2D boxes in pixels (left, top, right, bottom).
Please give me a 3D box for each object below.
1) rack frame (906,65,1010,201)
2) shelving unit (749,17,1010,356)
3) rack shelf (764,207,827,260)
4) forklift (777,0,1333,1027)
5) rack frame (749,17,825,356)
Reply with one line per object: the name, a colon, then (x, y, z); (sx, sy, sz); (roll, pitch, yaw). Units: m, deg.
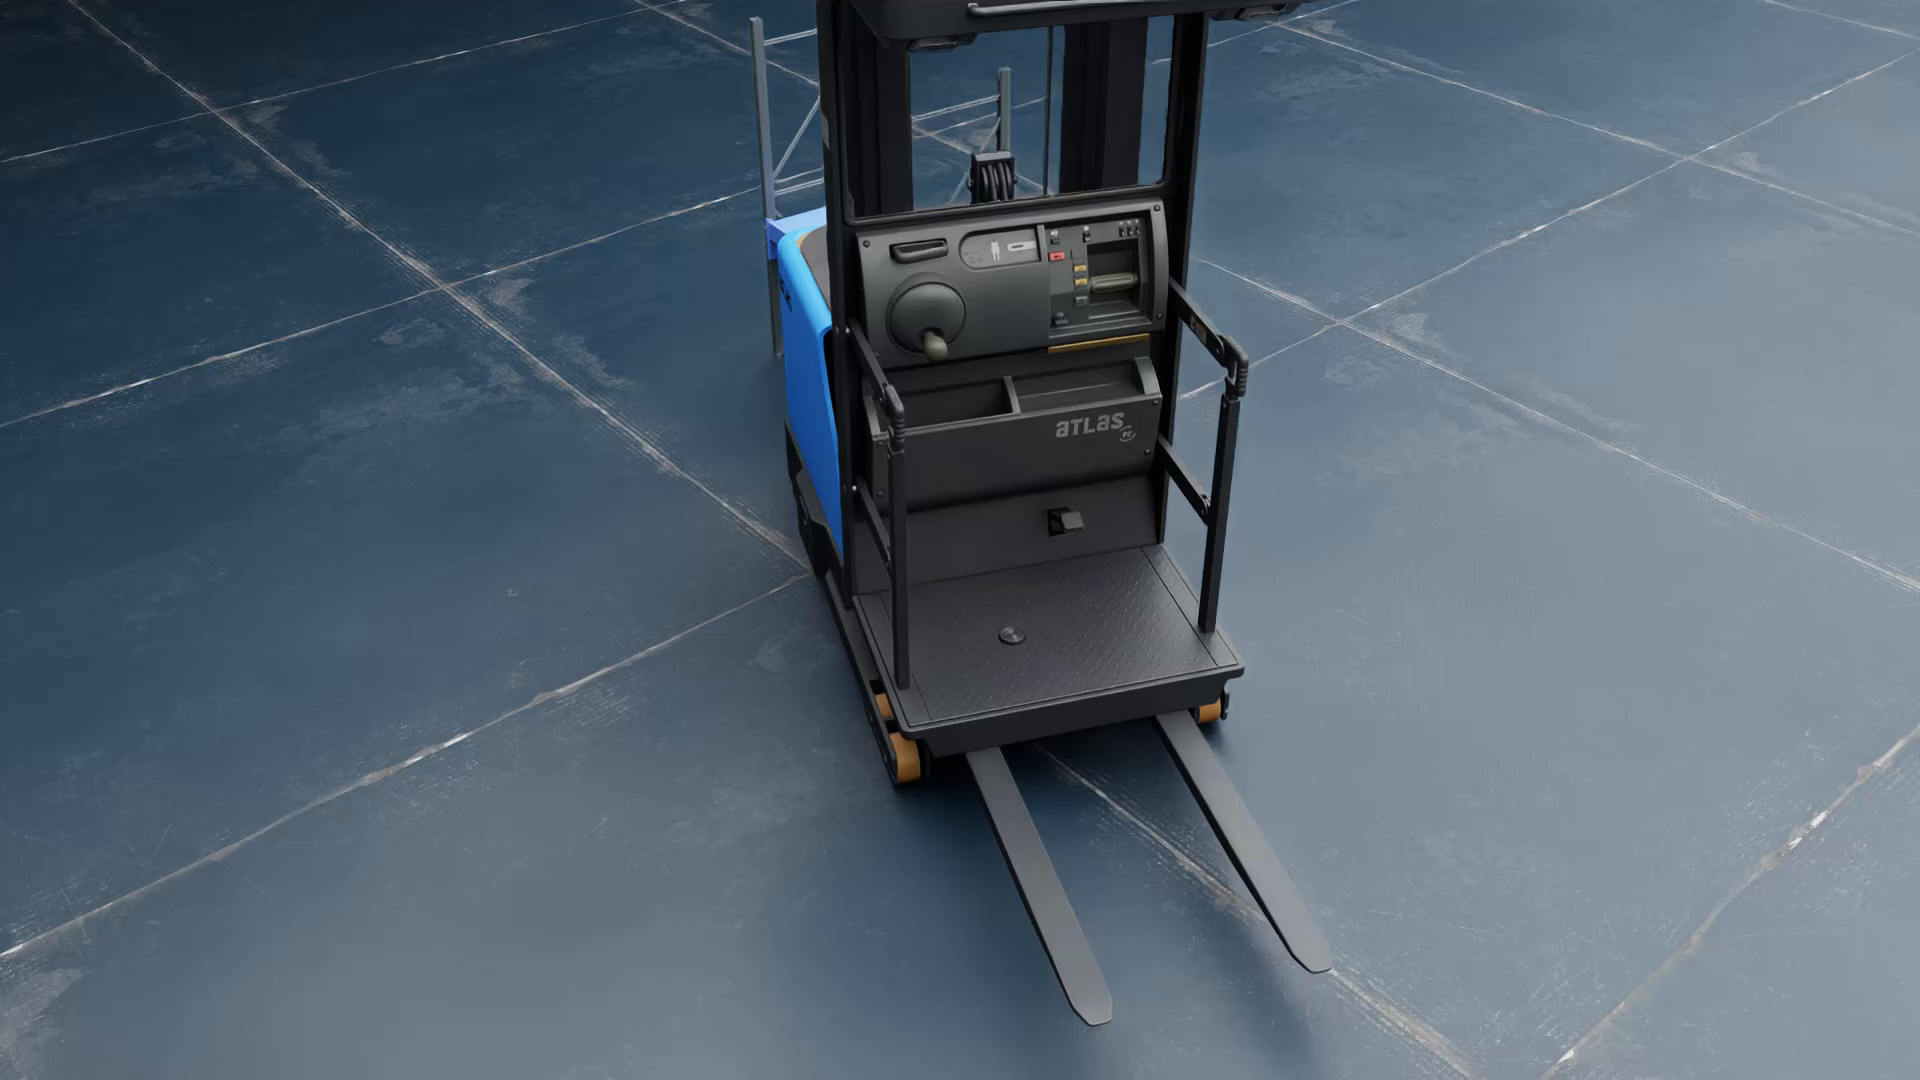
rack frame: (-0.026, -1.044, 6.427); (0.500, 1.500, 0.032); (-23, 41, -29)
shelving unit: (-0.324, -1.282, 6.763); (0.538, 1.500, 1.048); (-23, 41, -29)
rack shelf: (-0.324, -1.136, 6.867); (0.538, 0.185, 1.000); (-23, 41, -29)
forklift: (0.226, -0.694, 4.694); (1.130, 2.935, 3.031); (-9, 36, -13)
rack frame: (-0.621, -1.521, 7.099); (0.500, 1.500, 0.032); (-23, 41, -29)
